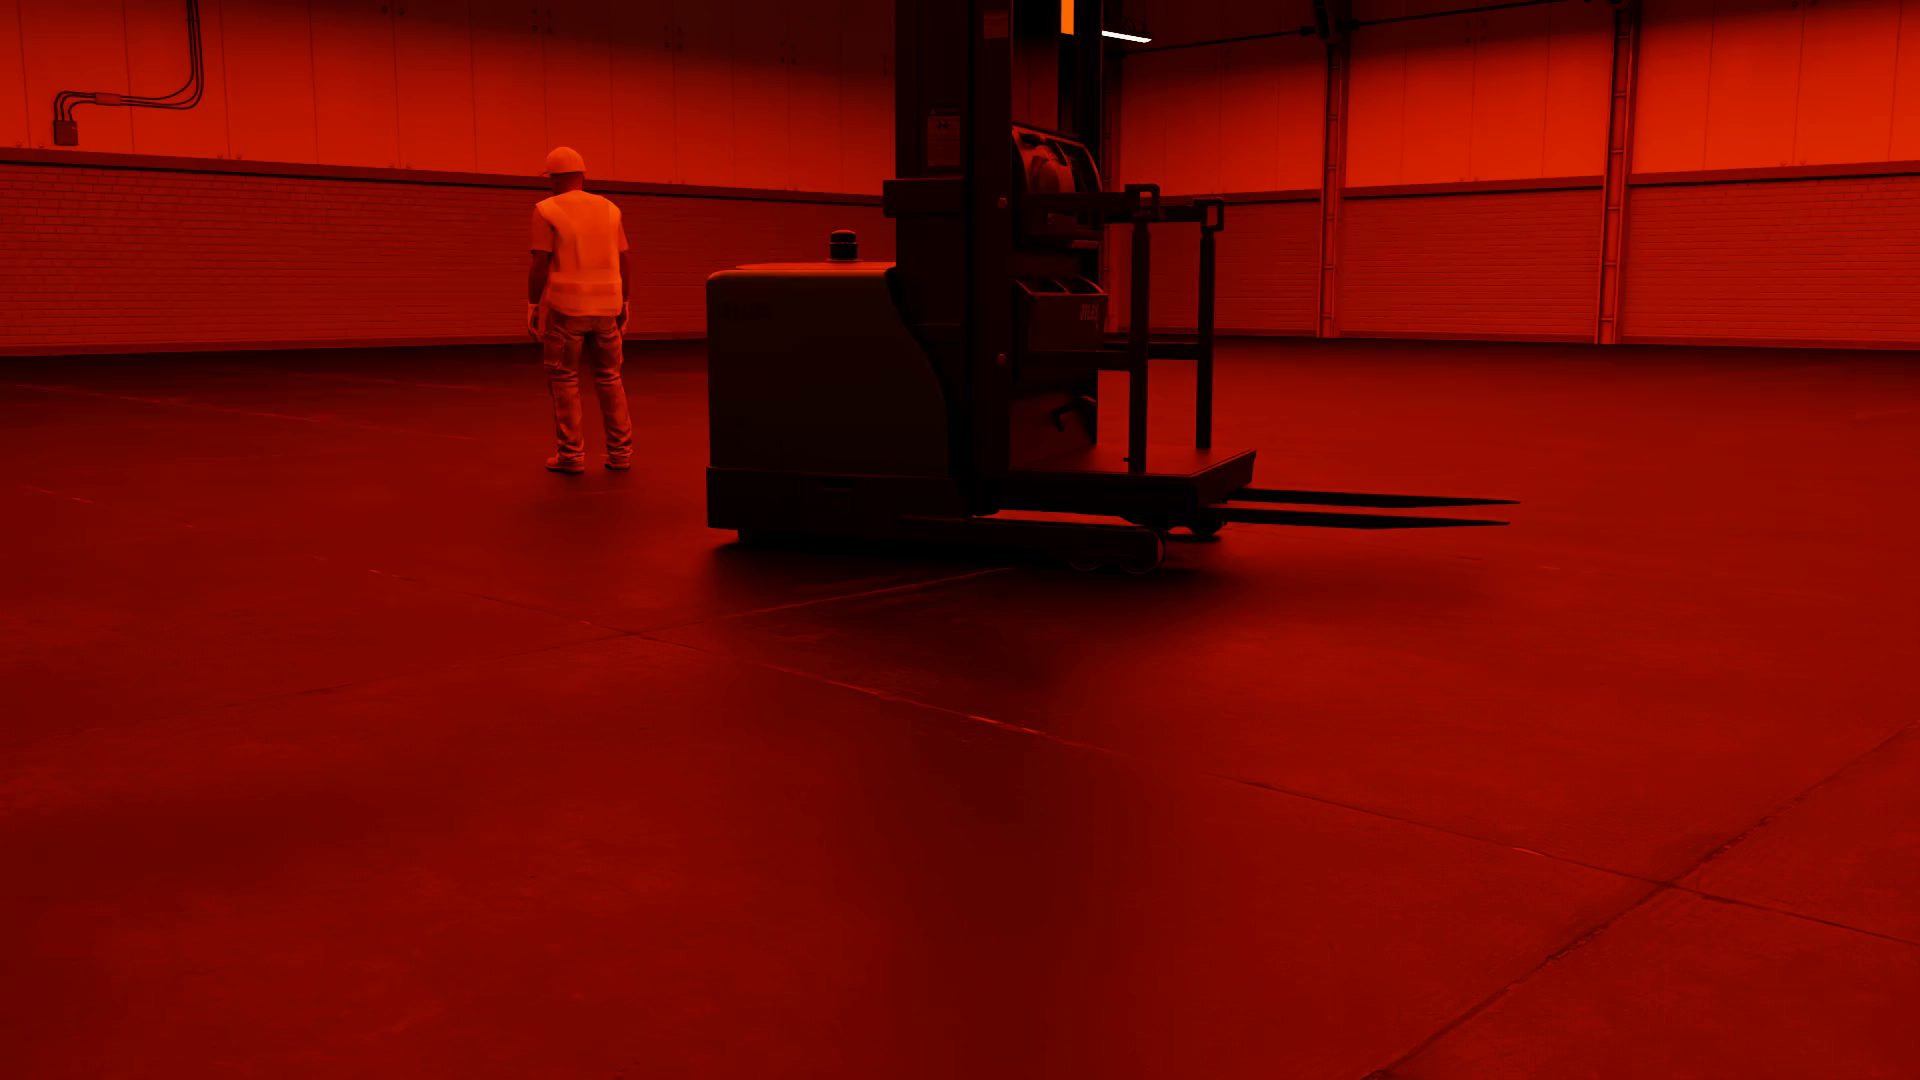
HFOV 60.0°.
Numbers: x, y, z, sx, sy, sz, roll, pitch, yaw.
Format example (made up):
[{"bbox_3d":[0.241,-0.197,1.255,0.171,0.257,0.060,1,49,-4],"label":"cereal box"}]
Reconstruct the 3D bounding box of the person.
[{"bbox_3d":[-2.106,-1.270,9.203,0.628,1.774,0.448,-7,11,-39],"label":"person"}]

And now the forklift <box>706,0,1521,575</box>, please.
[{"bbox_3d":[0.565,-1.416,6.275,3.031,2.935,1.130,3,9,22],"label":"forklift"}]
